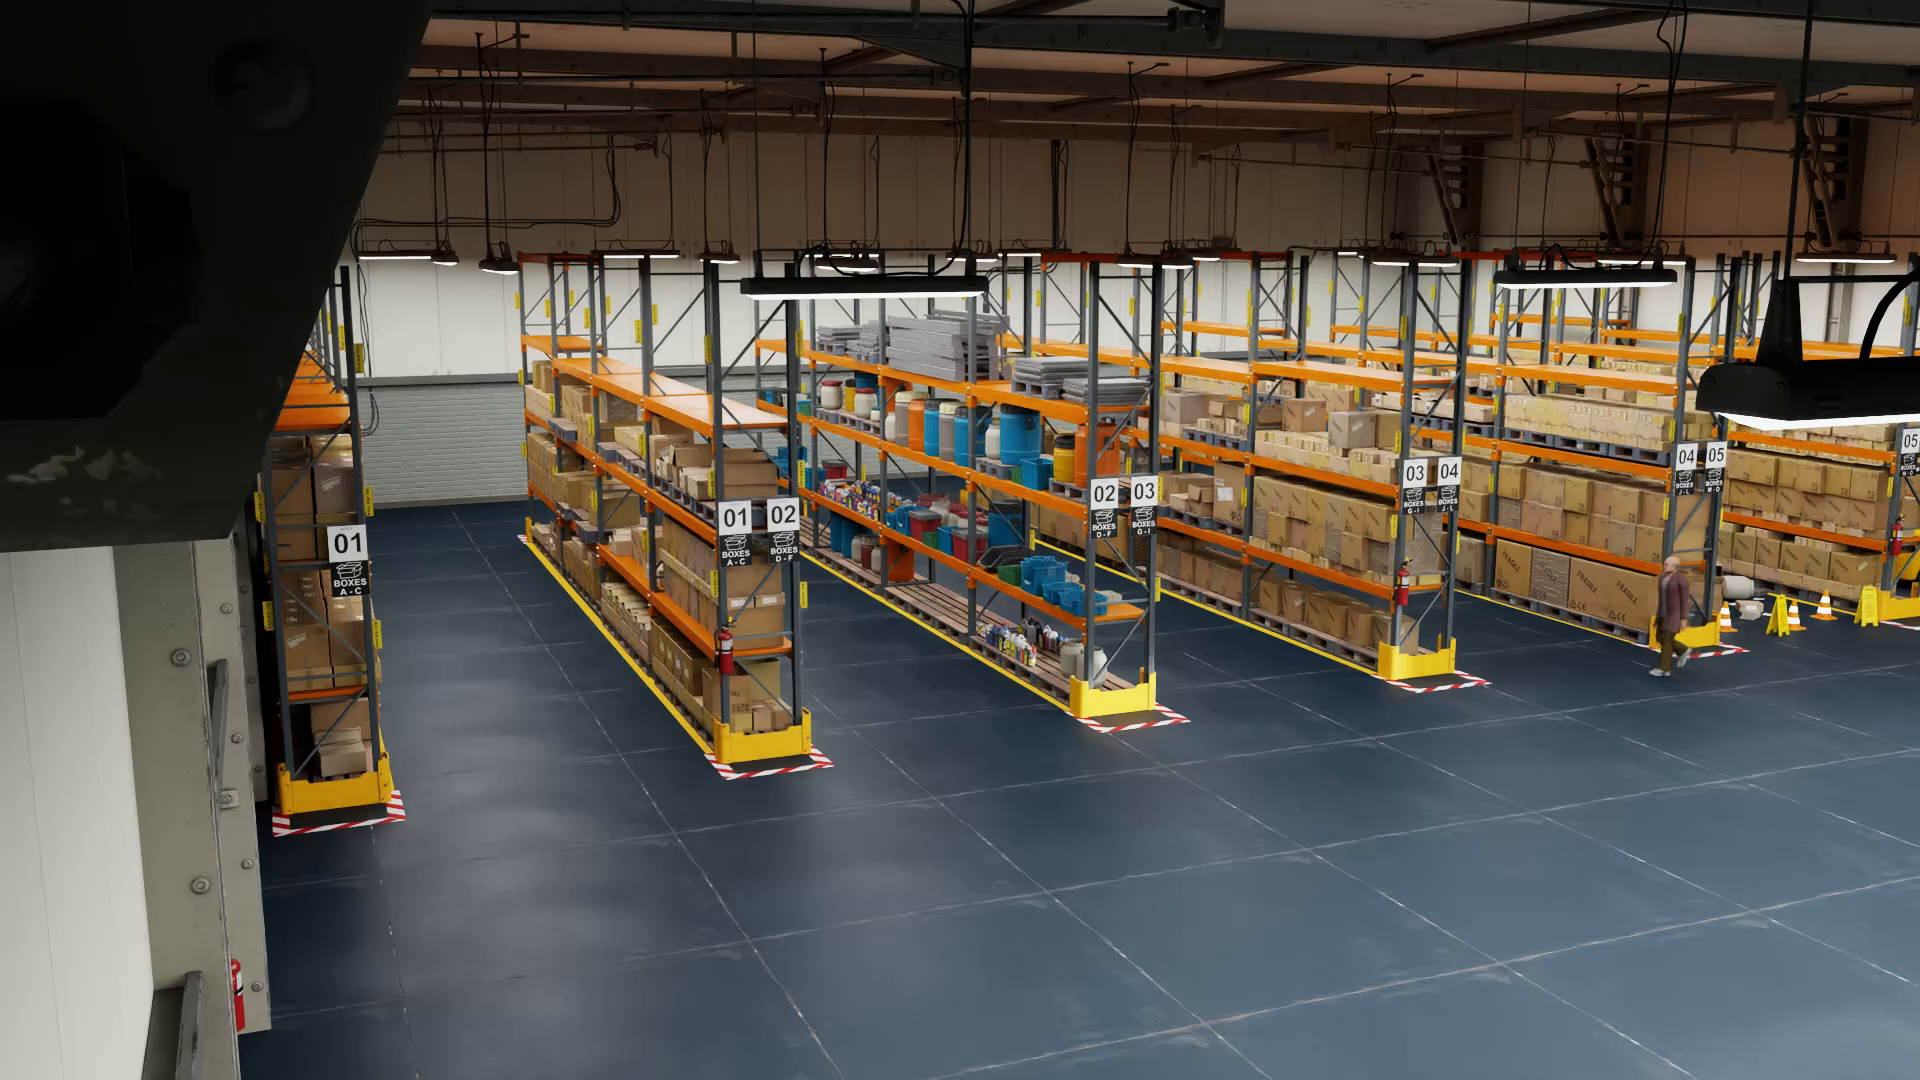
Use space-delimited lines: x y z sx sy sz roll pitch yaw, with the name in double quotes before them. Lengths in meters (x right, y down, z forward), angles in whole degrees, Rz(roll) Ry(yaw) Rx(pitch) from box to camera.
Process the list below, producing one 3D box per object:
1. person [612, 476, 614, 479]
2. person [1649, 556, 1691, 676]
"person" -8.044 -1.298 37.471 0.663 1.678 0.733 -3 11 -13
"person" 10.386 1.087 24.158 0.839 1.758 0.592 -3 11 -18
